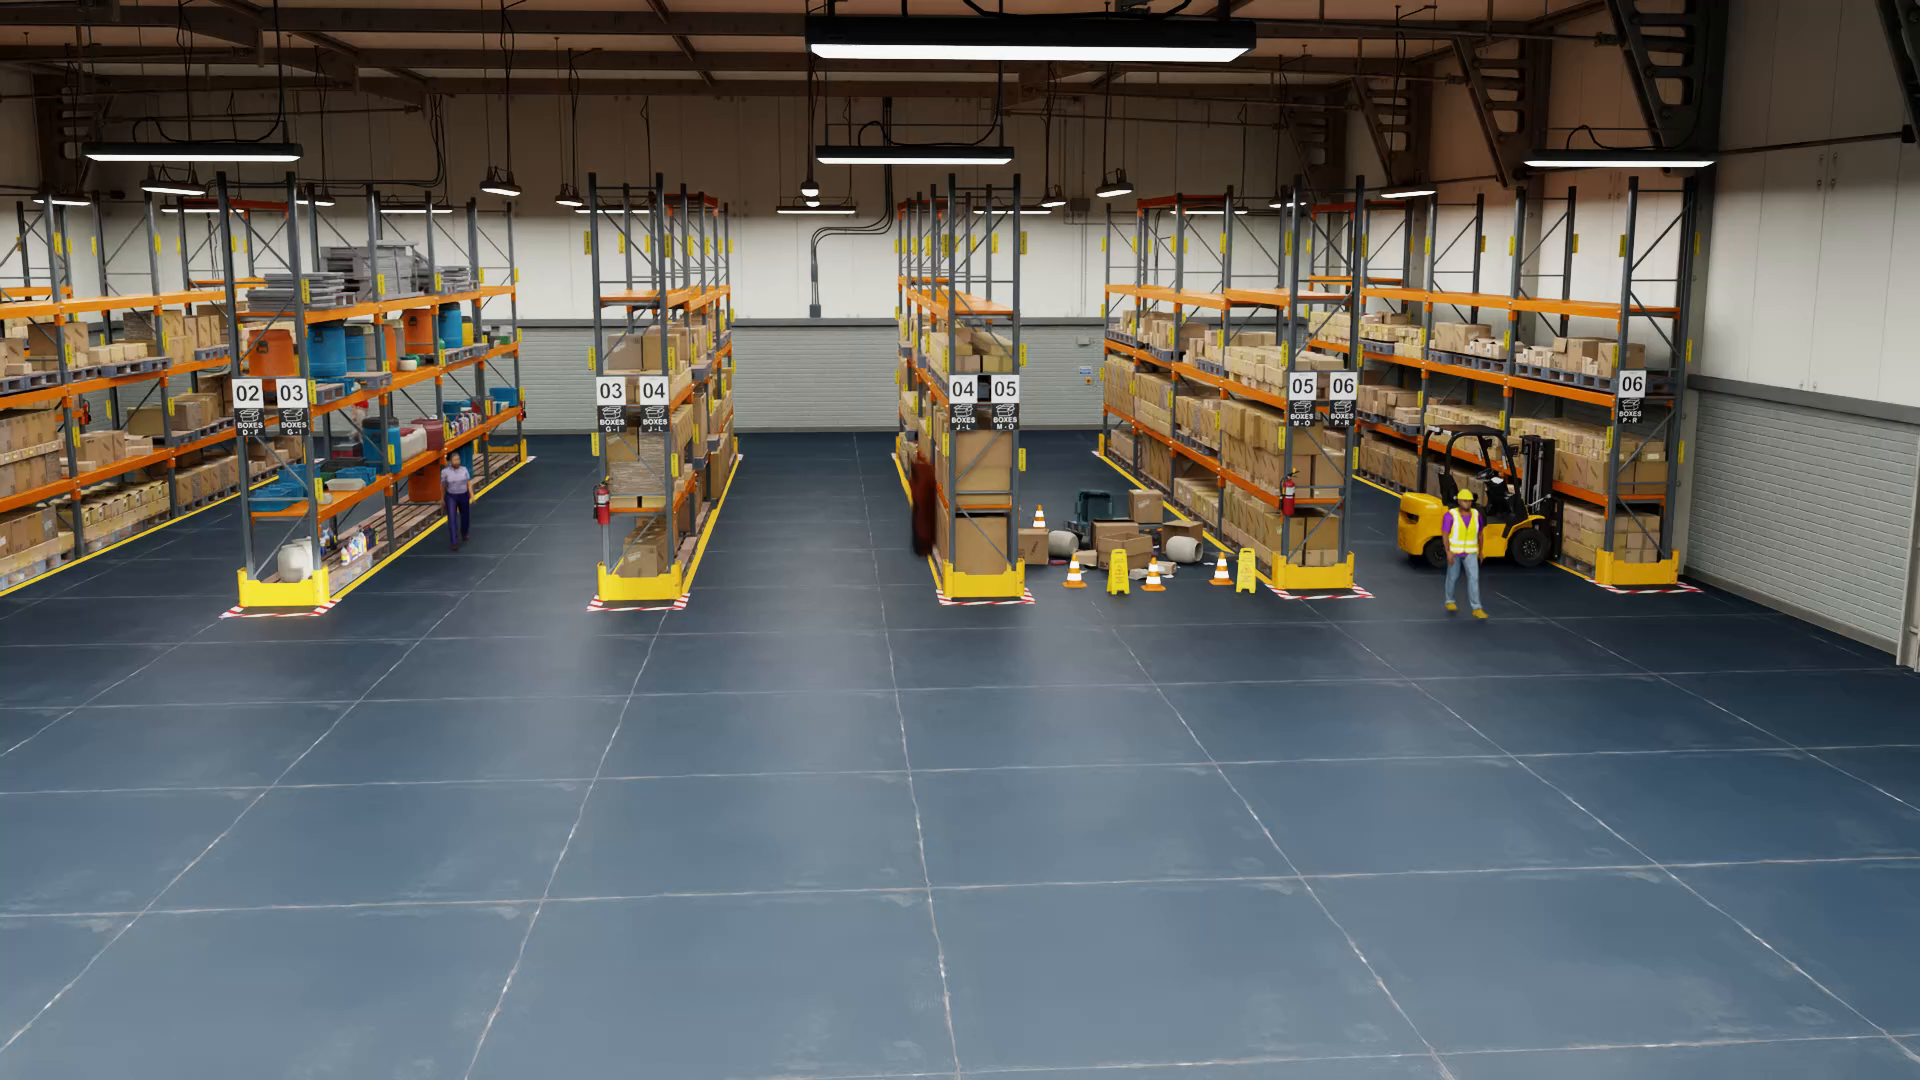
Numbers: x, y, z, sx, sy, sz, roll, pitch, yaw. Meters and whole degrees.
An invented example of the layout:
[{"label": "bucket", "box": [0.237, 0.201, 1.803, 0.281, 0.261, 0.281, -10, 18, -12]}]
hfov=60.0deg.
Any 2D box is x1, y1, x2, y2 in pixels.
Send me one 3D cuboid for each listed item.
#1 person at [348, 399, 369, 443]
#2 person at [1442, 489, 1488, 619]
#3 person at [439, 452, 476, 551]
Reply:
[{"label": "person", "box": [-15.040, -3.171, 41.625, 0.660, 1.711, 0.524, 0, 10, -3]}, {"label": "person", "box": [6.868, 0.168, 22.620, 0.616, 1.716, 0.967, 0, 10, 3]}, {"label": "person", "box": [-8.409, -0.680, 27.830, 0.564, 1.594, 0.976, -4, 11, -20]}]
